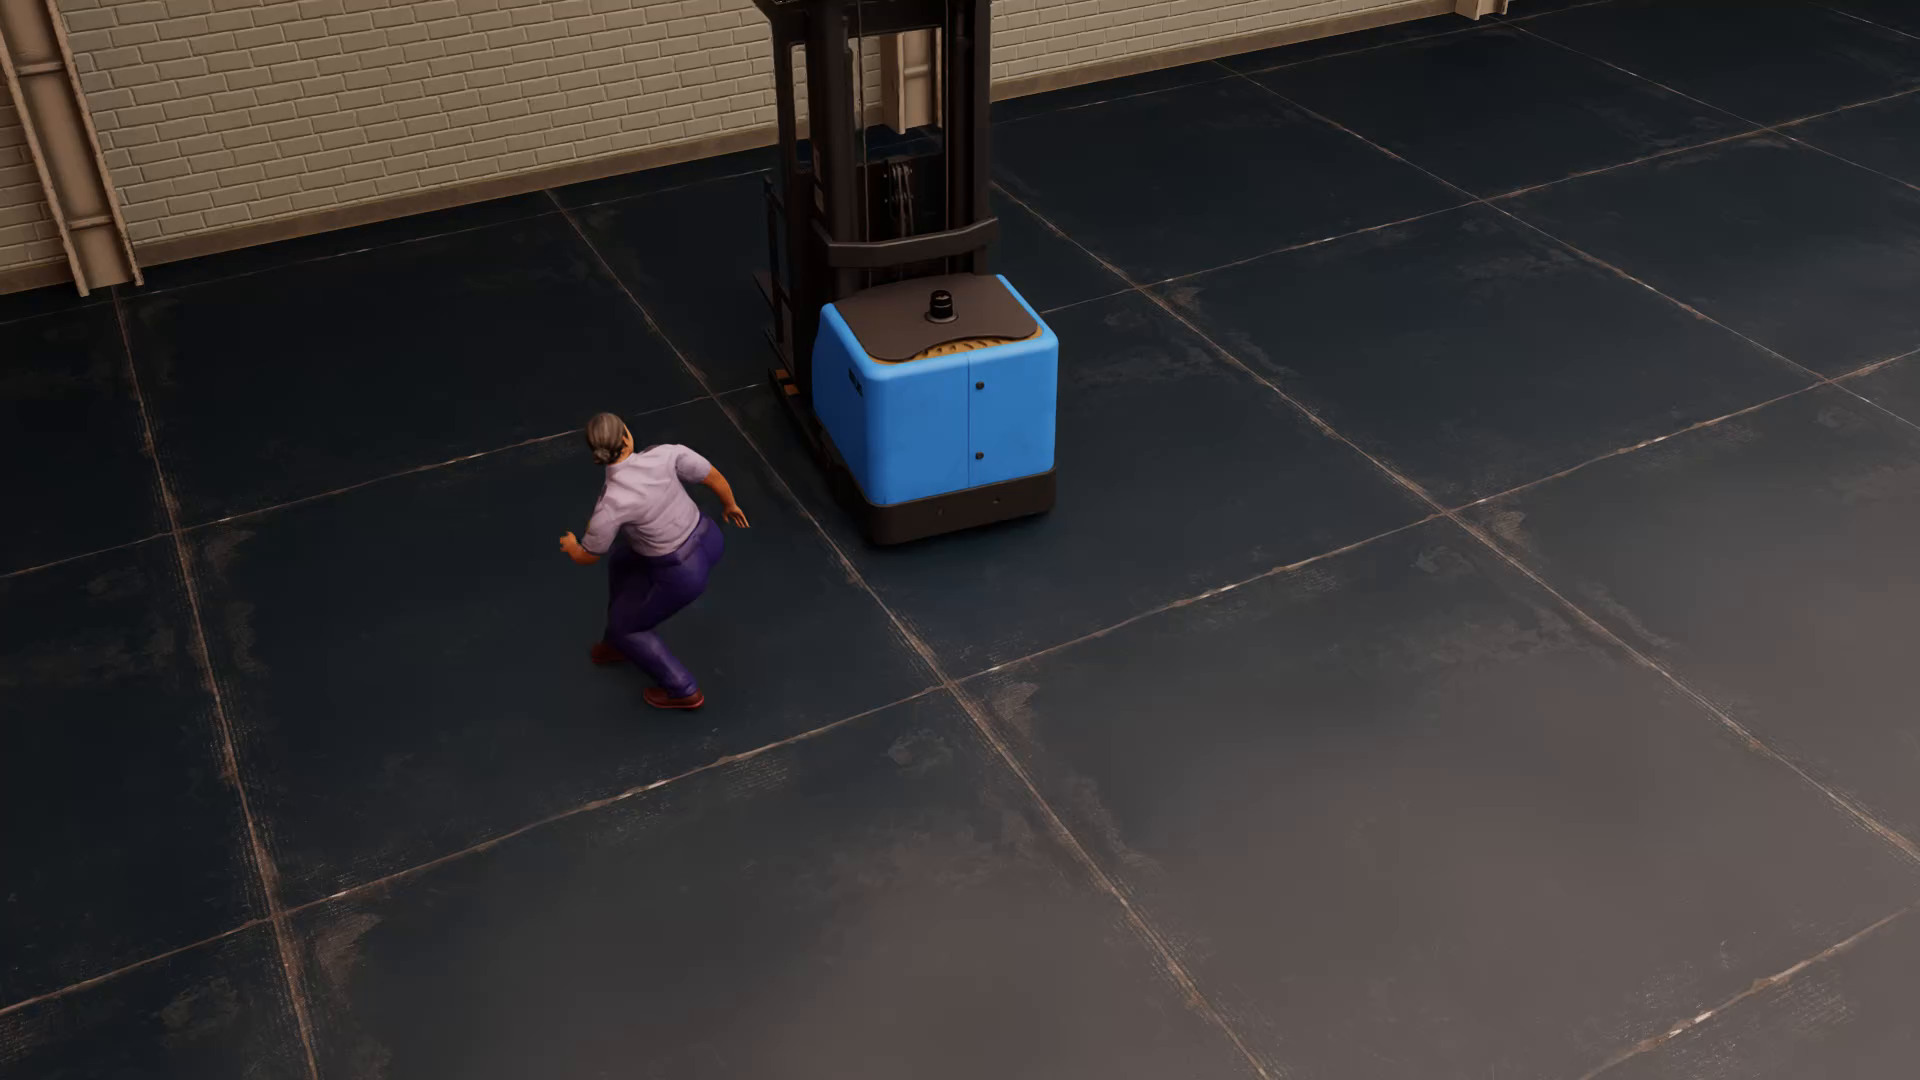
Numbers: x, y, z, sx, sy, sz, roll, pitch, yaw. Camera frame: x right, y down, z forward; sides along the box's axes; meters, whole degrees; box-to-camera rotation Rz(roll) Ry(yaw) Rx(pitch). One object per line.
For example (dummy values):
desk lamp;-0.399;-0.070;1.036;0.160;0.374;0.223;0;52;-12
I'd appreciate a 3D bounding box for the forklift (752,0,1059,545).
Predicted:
forklift;-0.489;-2.017;8.977;1.130;2.935;3.031;-12;37;-17

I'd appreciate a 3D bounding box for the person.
person;-1.408;0.024;7.382;0.729;1.473;0.703;14;38;19
